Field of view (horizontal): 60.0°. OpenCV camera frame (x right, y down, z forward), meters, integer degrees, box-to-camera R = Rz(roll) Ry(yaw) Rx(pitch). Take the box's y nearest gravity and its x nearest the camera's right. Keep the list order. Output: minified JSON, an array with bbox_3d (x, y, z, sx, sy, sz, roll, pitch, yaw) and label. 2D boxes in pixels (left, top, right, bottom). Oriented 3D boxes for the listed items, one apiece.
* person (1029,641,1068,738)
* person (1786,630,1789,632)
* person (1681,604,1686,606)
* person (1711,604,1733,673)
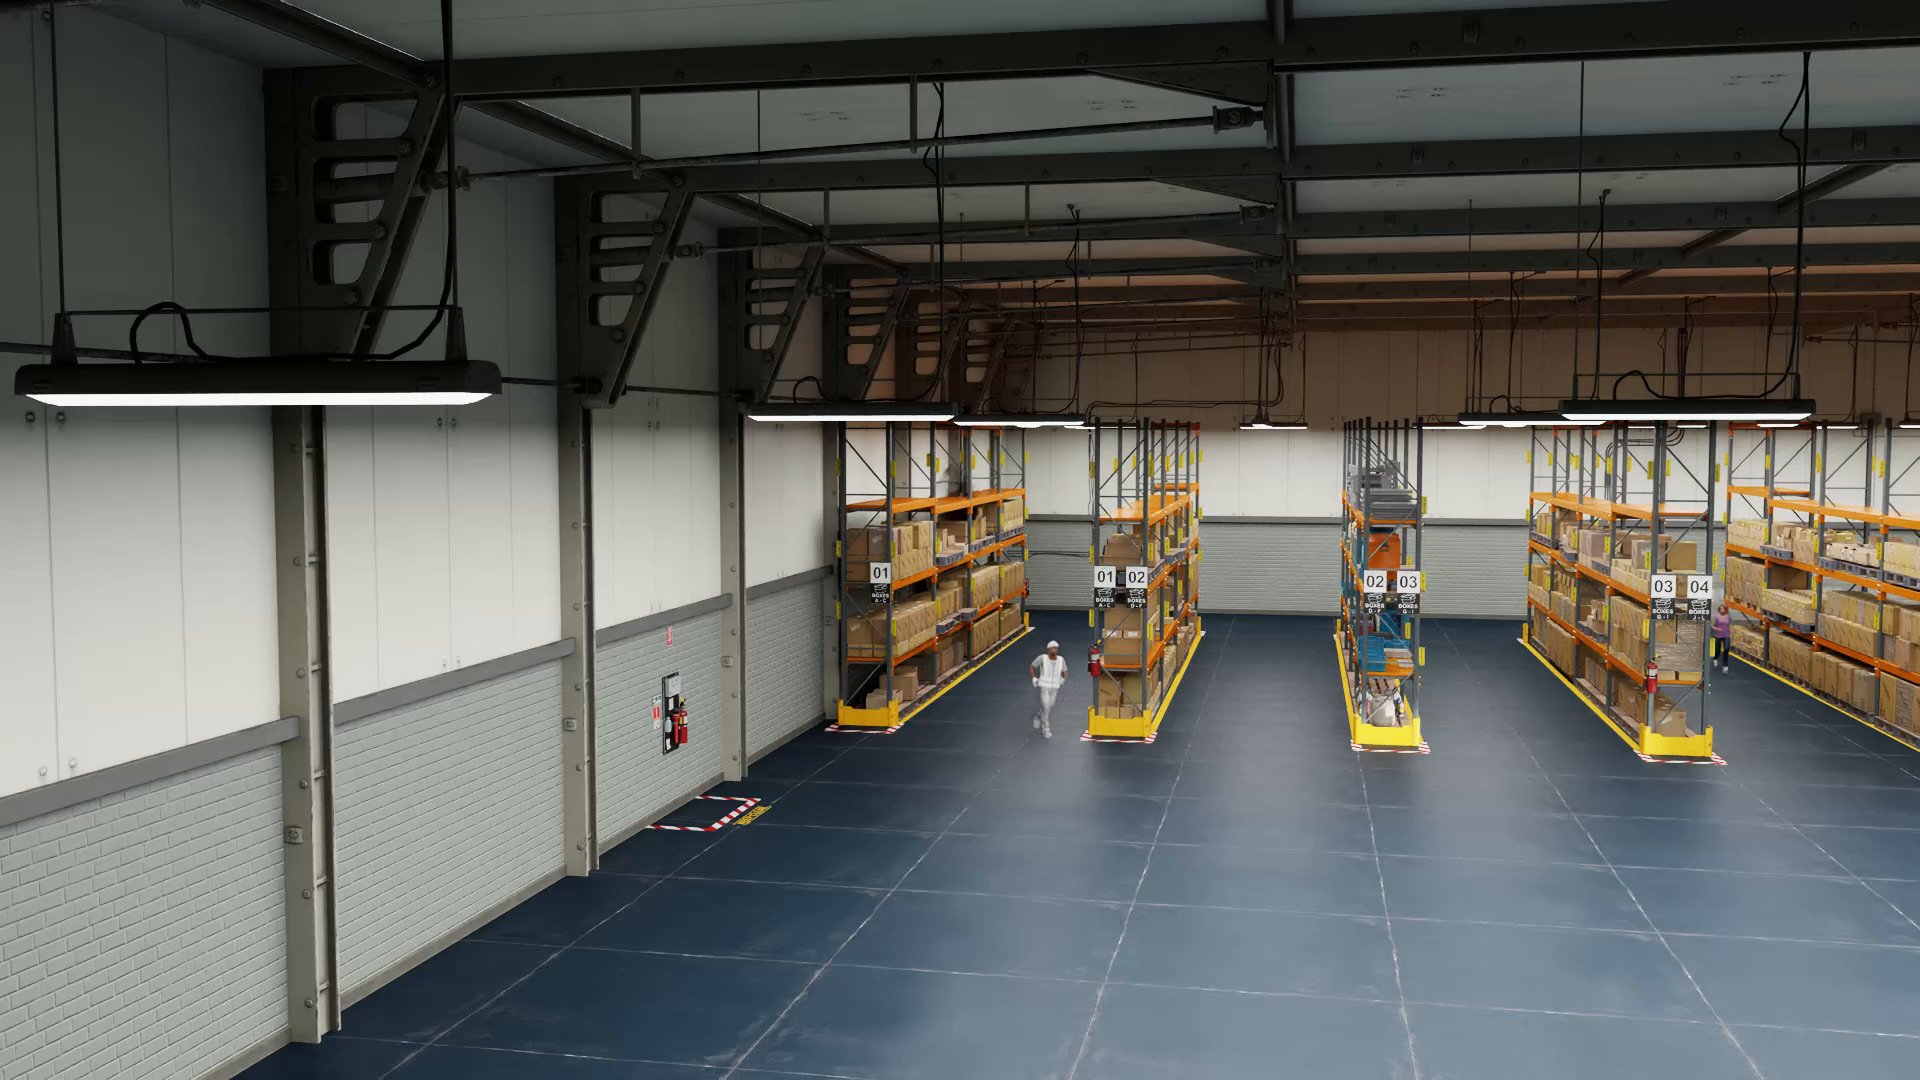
[{"bbox_3d":[1.696,2.800,31.503,0.716,1.776,0.845,-2,4,-24],"label":"person"},{"bbox_3d":[22.128,2.012,43.938,0.743,1.773,0.818,0,4,1],"label":"person"},{"bbox_3d":[19.252,1.981,44.568,0.588,1.697,0.741,-3,4,-34],"label":"person"},{"bbox_3d":[18.240,2.339,39.818,0.552,1.600,0.894,1,4,12],"label":"person"}]
